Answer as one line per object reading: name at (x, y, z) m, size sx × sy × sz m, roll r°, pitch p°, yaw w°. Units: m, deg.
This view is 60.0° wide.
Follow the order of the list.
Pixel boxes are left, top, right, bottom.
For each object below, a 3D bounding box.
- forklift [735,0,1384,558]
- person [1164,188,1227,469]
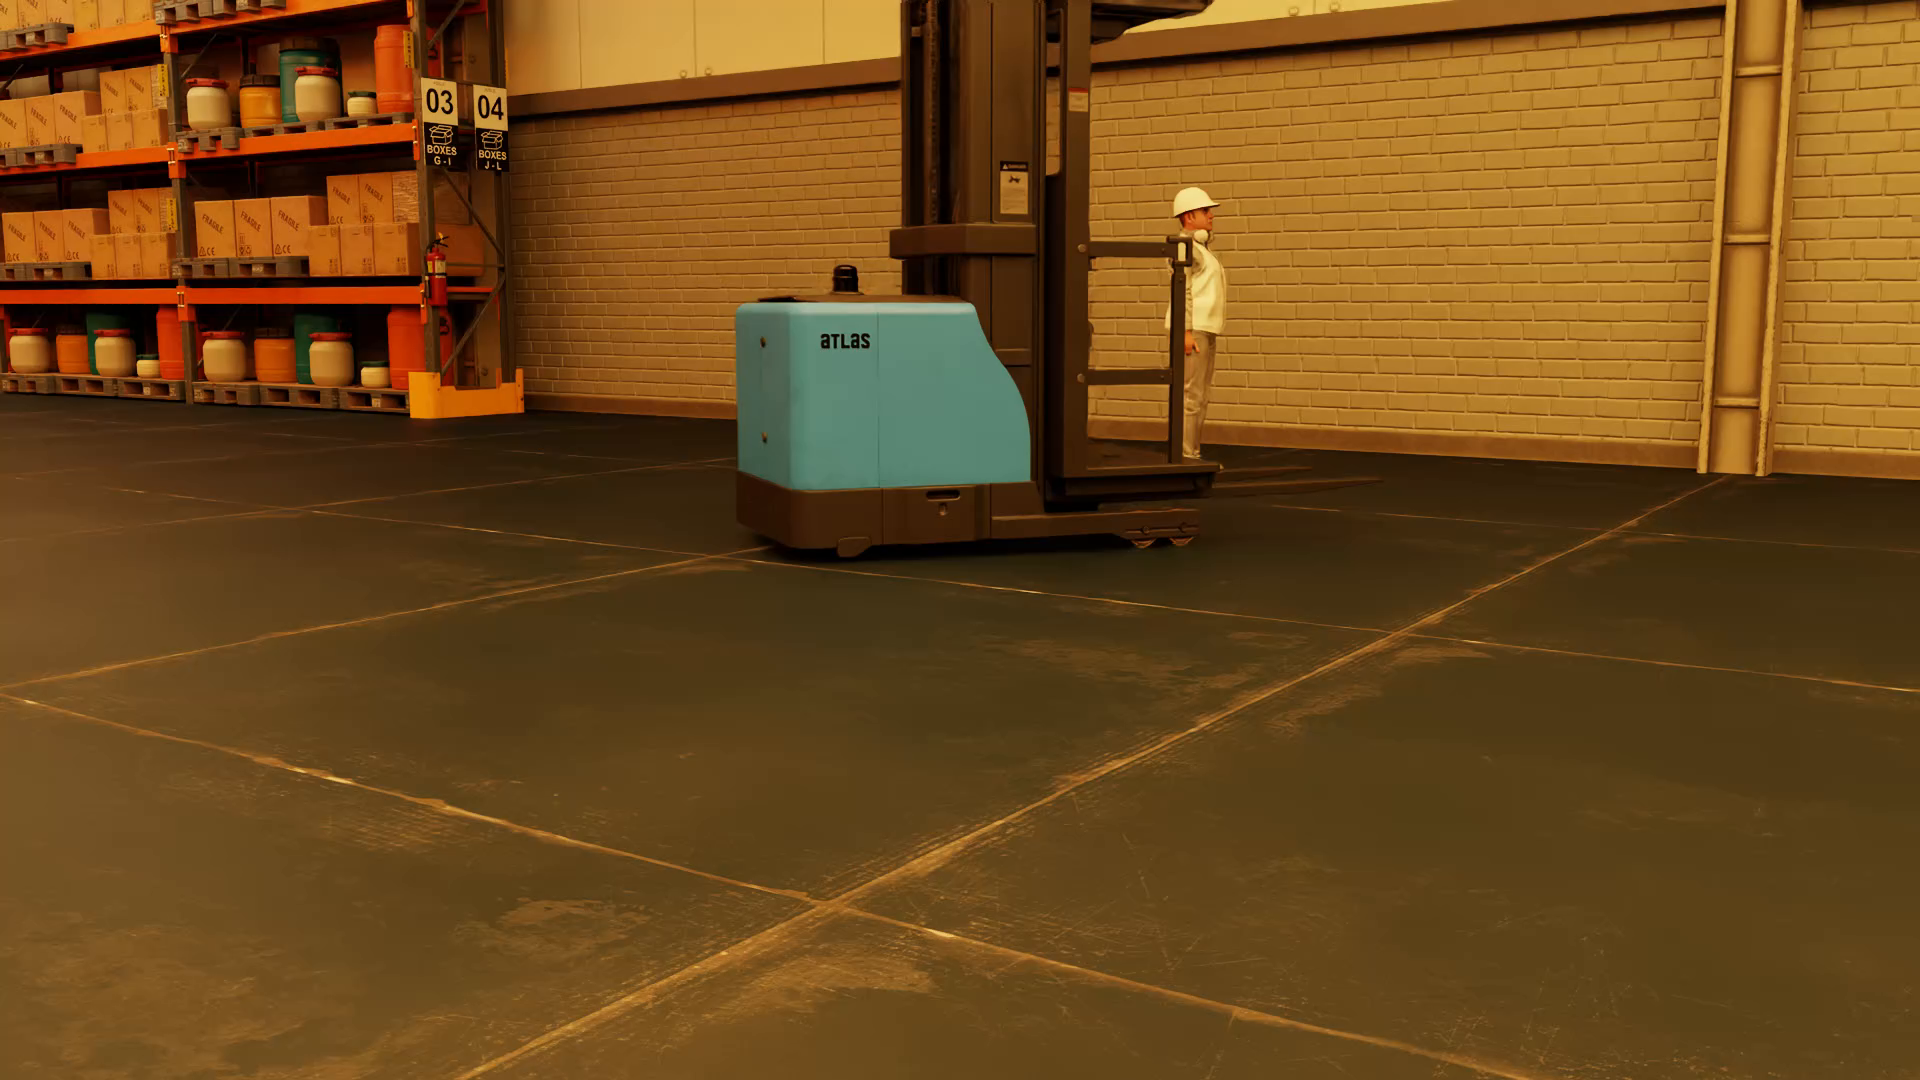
forklift at (0.532, -1.486, 7.642) m, size 3.031 × 2.935 × 1.130 m, roll -3°, pitch 9°, yaw -22°
person at (1.465, -1.279, 10.304) m, size 0.368 × 1.777 × 0.526 m, roll 3°, pitch 8°, yaw 17°
